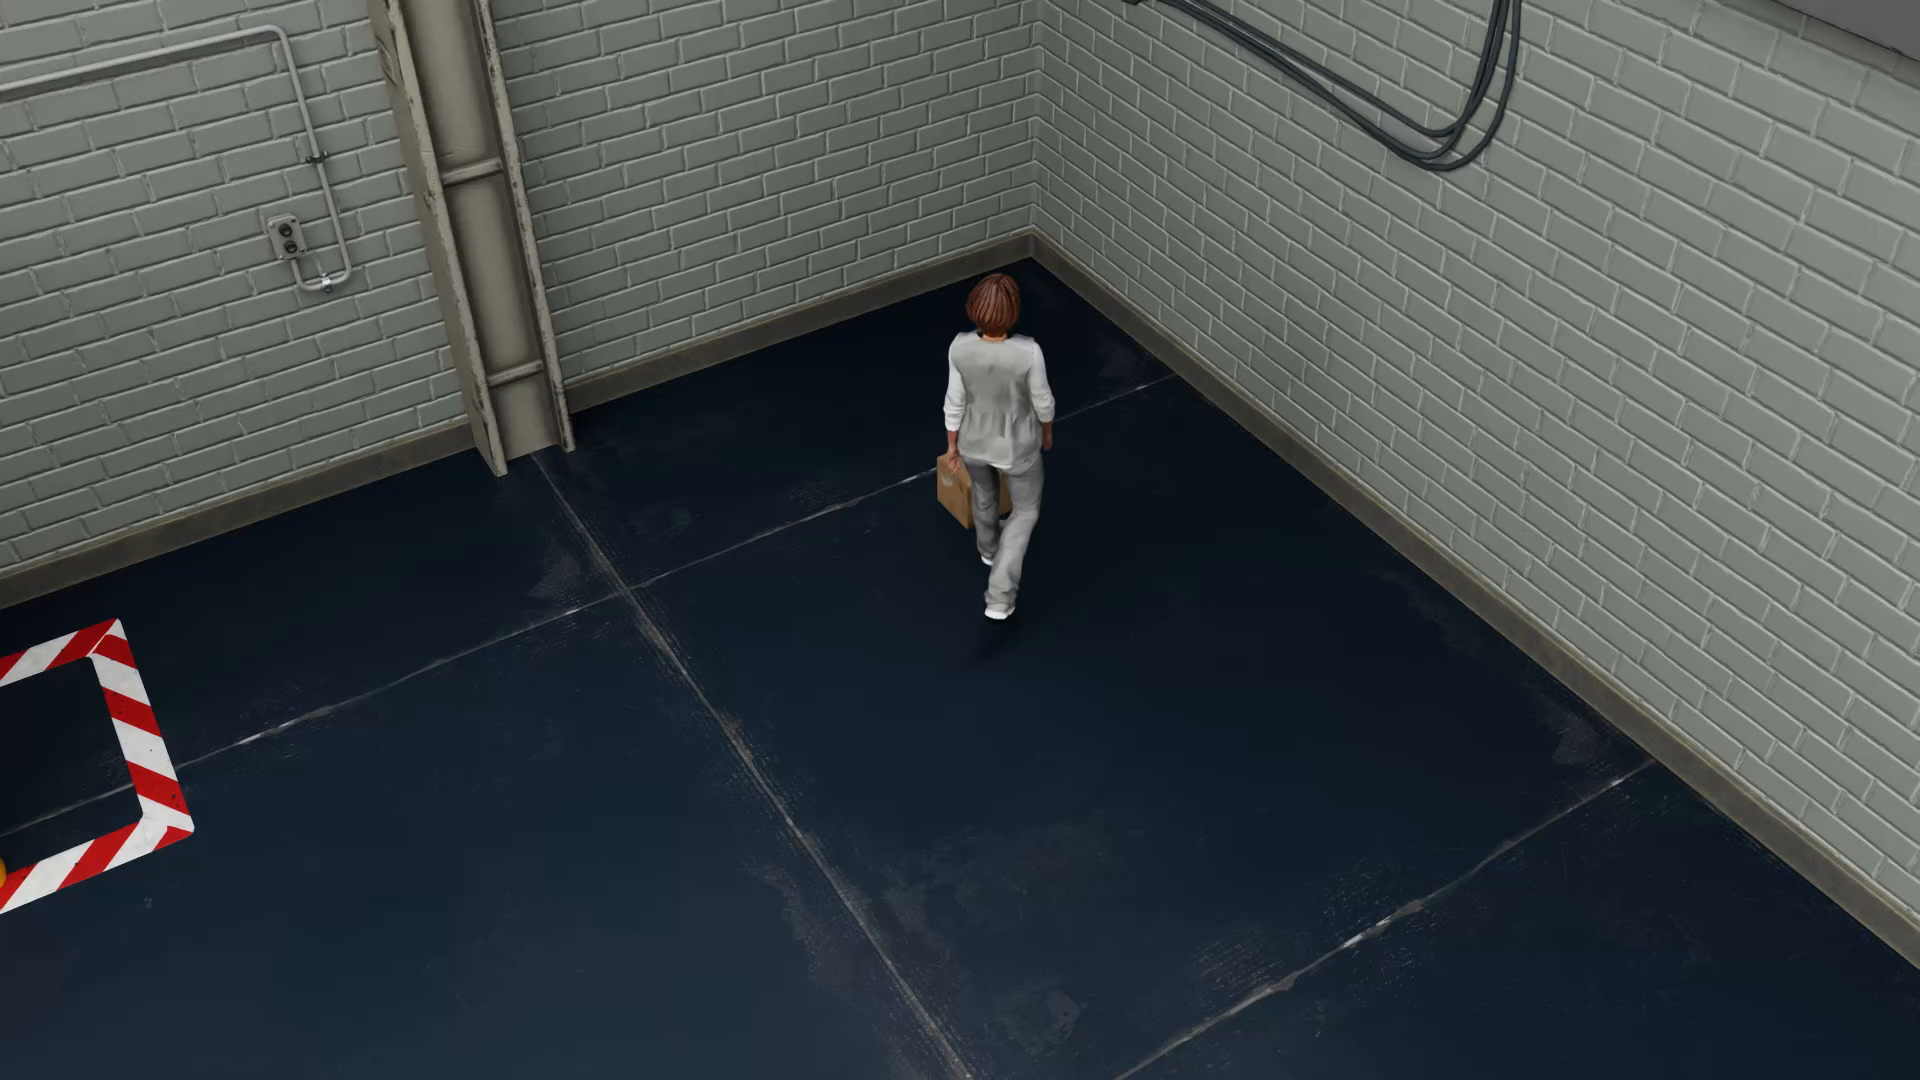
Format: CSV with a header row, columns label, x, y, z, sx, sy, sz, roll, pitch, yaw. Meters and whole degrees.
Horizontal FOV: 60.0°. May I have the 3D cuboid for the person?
label,x,y,z,sx,sy,sz,roll,pitch,yaw
person,0.162,-0.392,6.606,0.427,1.570,0.763,11,43,12
